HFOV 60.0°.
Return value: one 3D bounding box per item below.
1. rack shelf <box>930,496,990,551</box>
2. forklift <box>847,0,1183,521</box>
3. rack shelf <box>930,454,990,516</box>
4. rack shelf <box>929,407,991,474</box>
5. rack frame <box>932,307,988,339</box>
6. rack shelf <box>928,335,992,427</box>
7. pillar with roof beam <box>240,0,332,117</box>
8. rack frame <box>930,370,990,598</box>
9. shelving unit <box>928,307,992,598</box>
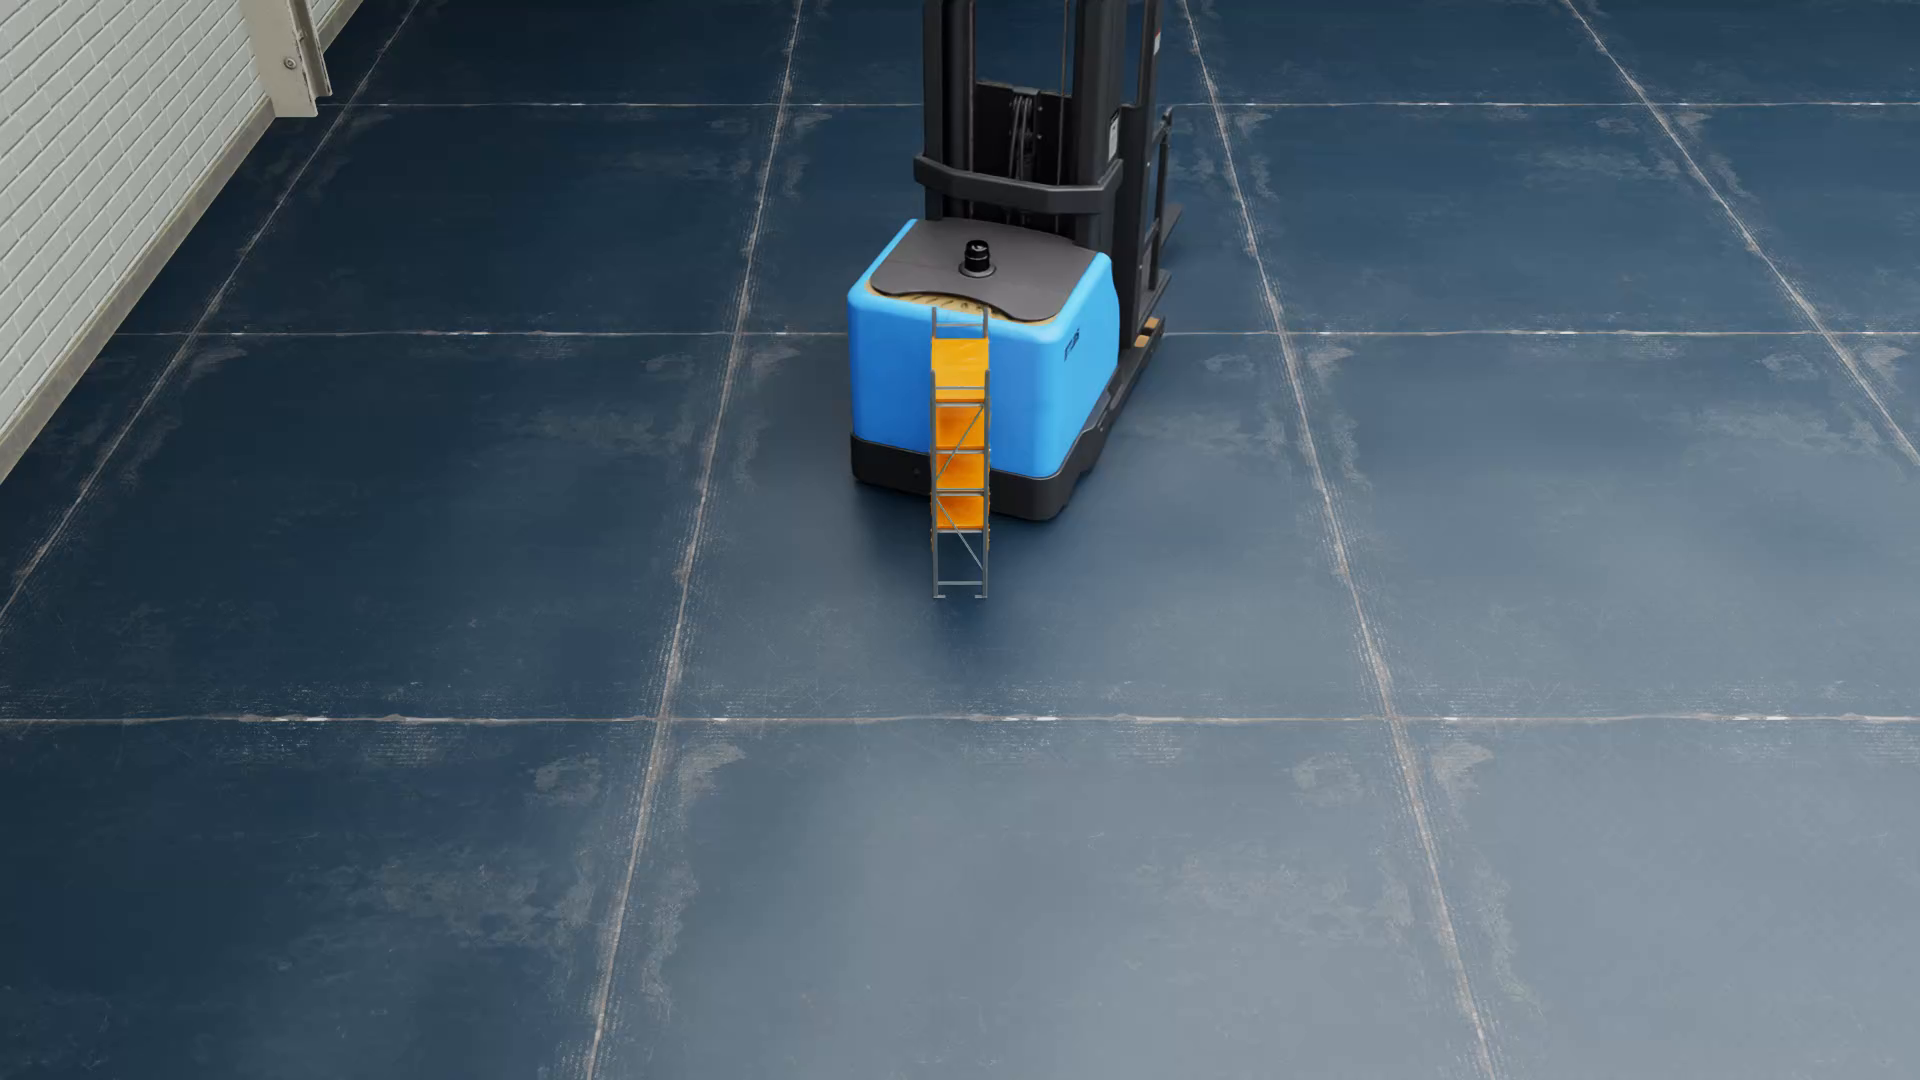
[{"bbox_3d":[0.000,-0.157,7.412,0.258,0.148,0.480,0,39,0],"label":"rack shelf"},{"bbox_3d":[0.472,-2.159,8.101,1.130,2.935,3.031,13,41,16],"label":"forklift"},{"bbox_3d":[0.000,-0.312,7.288,0.258,0.148,0.480,0,39,0],"label":"rack shelf"},{"bbox_3d":[0.000,-0.487,7.148,0.258,0.148,0.480,0,39,0],"label":"rack shelf"},{"bbox_3d":[0.000,-0.517,7.436,0.240,1.200,0.015,0,39,0],"label":"rack frame"},{"bbox_3d":[0.000,-0.671,7.000,0.258,0.148,0.480,0,39,0],"label":"rack shelf"},{"bbox_3d":[-0.249,-6.527,8.699,9.100,9.000,0.400,0,39,0],"label":"pillar with roof beam"},{"bbox_3d":[0.000,-0.212,7.055,0.240,1.200,0.015,0,39,0],"label":"rack frame"},{"bbox_3d":[0.000,-0.365,7.246,0.258,1.200,0.503,0,39,0],"label":"shelving unit"}]
